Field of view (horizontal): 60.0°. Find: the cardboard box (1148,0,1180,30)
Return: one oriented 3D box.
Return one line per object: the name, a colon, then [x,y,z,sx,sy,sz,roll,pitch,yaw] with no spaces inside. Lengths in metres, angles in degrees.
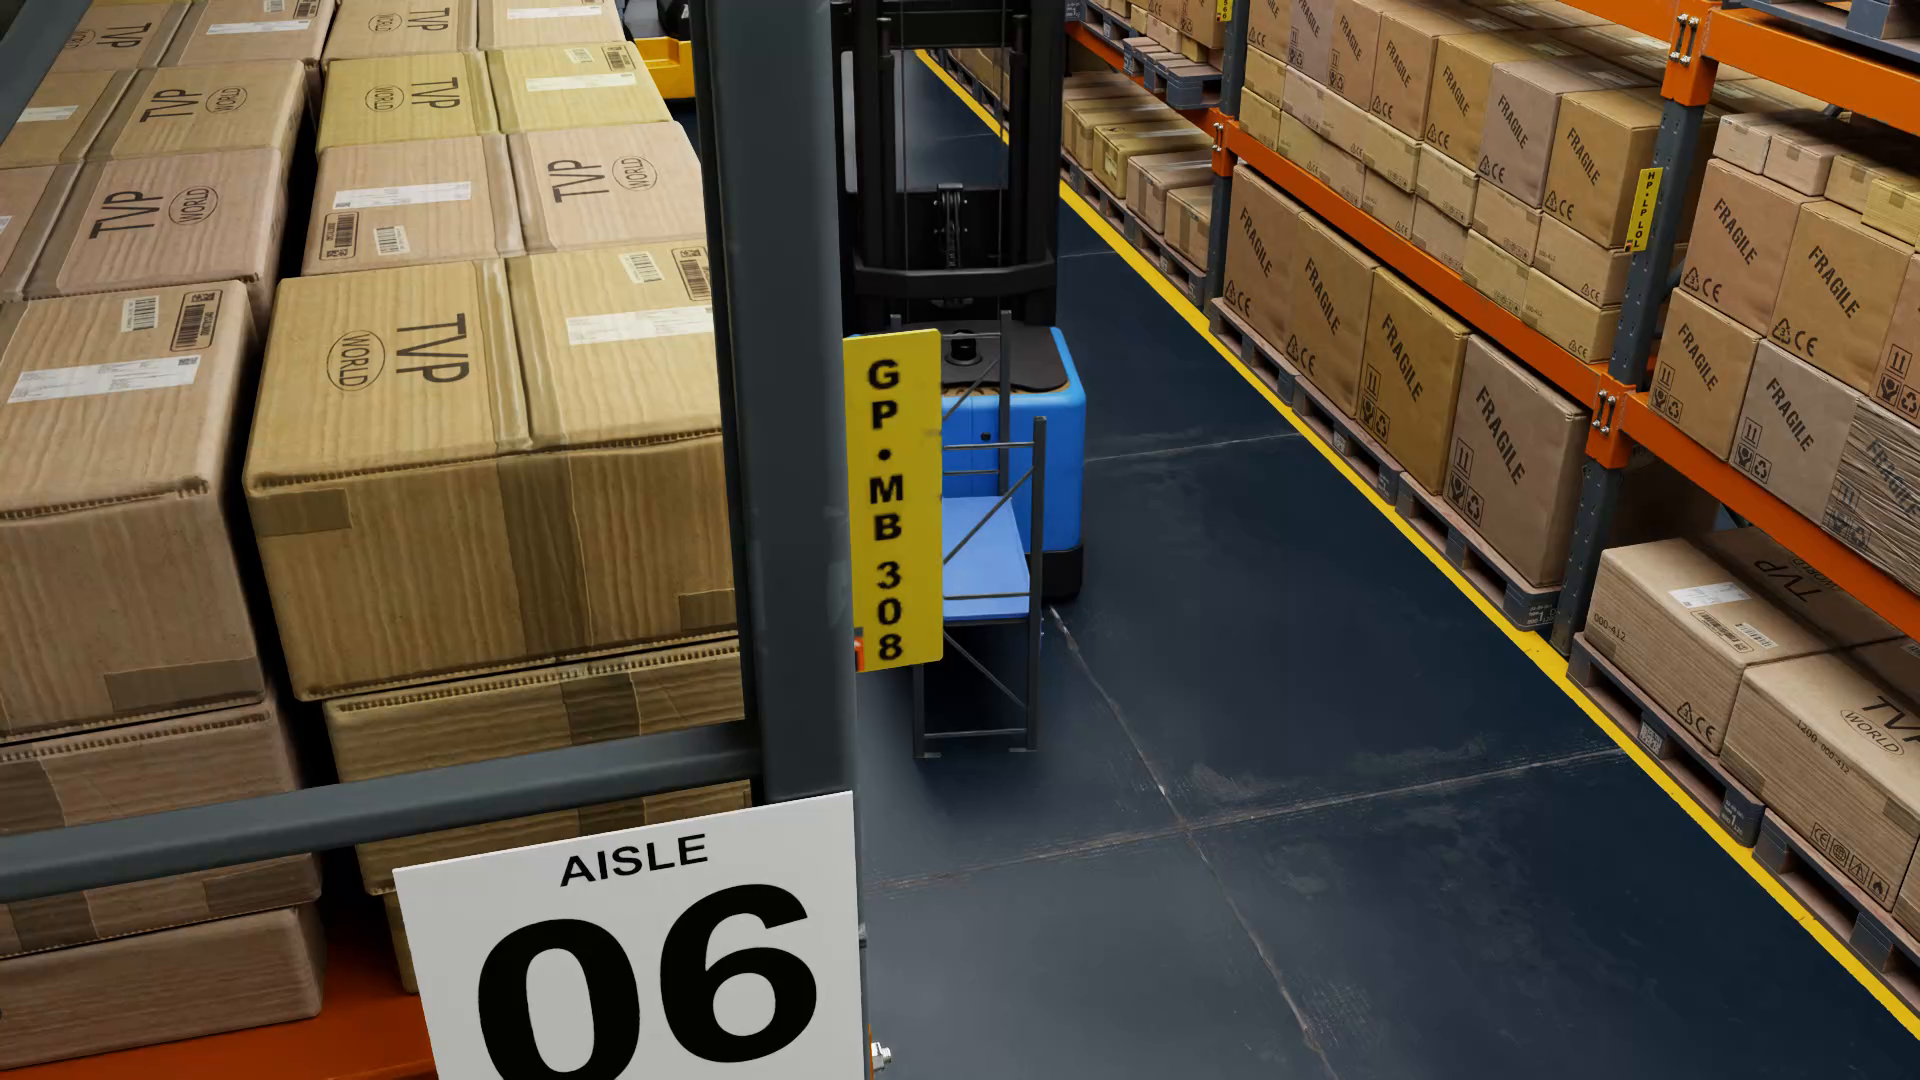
cardboard box: [1.537,-3.587,10.637,0.500,0.500,0.500,-8,31,-14]

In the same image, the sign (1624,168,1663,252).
sign: [2.615,-1.260,6.356,0.100,0.325,0.005,-8,31,-13]

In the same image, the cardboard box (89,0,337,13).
cardboard box: [-1.505,-1.017,3.372,0.500,0.250,0.500,-8,31,-14]

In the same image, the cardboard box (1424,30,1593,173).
cardboard box: [2.515,-2.025,7.657,0.500,0.500,0.500,-7,31,-12]

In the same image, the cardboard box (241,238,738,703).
cardboard box: [-0.463,-0.103,1.793,0.500,0.250,0.500,-8,31,-14]

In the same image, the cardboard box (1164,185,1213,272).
cardboard box: [1.933,-2.121,11.124,0.950,0.372,0.625,-10,32,-17]

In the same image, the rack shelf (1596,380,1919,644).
rack shelf: [3.666,0.407,5.271,1.077,0.370,4.000,-8,31,-13]

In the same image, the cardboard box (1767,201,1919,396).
cardboard box: [3.156,-0.839,5.608,0.500,0.500,0.500,-8,31,-14]

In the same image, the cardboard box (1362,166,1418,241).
cardboard box: [2.382,-1.730,8.394,0.500,0.250,0.500,-8,31,-13]

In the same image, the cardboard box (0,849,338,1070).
cardboard box: [-0.895,0.410,1.804,0.380,0.149,0.250,-7,31,-12]

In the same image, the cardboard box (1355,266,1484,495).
cardboard box: [2.647,-0.857,8.437,0.875,0.875,0.875,-7,31,-12]

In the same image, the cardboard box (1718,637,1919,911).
cardboard box: [3.437,0.807,6.001,0.875,0.438,0.875,-9,31,-15]

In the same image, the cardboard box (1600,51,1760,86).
cardboard box: [3.134,-1.839,7.335,0.500,0.500,0.500,-8,31,-14]

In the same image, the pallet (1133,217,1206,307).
pallet: [1.868,-1.973,11.448,1.003,0.211,1.213,-8,31,-13]

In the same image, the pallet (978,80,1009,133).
pallet: [0.800,-3.847,14.686,1.003,0.211,1.213,-8,31,-13]

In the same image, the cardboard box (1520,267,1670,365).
cardboard box: [2.773,-0.989,7.113,0.500,0.250,0.500,-9,31,-14]

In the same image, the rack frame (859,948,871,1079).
rack frame: [-0.587,1.723,2.278,1.000,3.000,0.127,-8,31,-13]

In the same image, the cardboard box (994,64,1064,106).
cardboard box: [0.596,-3.976,14.450,0.500,0.250,0.500,-6,31,-11]

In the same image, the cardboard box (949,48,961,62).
cardboard box: [0.183,-4.722,15.740,0.500,0.250,0.500,-6,31,-10]

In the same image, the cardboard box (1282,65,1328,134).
cardboard box: [2.106,-2.426,9.098,0.500,0.250,0.500,-7,31,-12]

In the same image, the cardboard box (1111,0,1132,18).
cardboard box: [1.272,-3.740,11.549,0.380,0.149,0.250,-9,31,-15]

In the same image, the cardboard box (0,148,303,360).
cardboard box: [-1.112,-0.284,2.106,0.500,0.250,0.500,-9,31,-15]

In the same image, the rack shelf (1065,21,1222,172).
rack shelf: [1.543,-3.457,11.946,1.077,0.370,4.000,-8,31,-13]

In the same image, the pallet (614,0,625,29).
pallet: [-1.755,-1.750,5.472,1.213,0.211,1.003,-8,31,-13]

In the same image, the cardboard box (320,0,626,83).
cardboard box: [-0.872,-0.837,3.061,0.500,0.250,0.500,-7,31,-12]

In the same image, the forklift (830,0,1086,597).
forklift: [-0.092,-1.681,8.229,1.130,2.935,3.031,-3,30,-5]

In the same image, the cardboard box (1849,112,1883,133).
cardboard box: [3.524,-1.521,6.138,0.380,0.149,0.250,-8,31,-14]

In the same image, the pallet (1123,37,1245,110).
pallet: [1.782,-3.049,10.715,1.213,0.211,1.003,-8,31,-13]

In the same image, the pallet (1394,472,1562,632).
pallet: [2.858,-0.026,8.085,1.003,0.211,1.213,-8,31,-13]

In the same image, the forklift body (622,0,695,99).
forklift body: [-2.572,-4.964,14.679,2.313,2.155,1.214,-8,31,-13]

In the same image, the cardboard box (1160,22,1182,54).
cardboard box: [1.509,-3.238,10.681,0.380,0.149,0.250,-8,31,-14]

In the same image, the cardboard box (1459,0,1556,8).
cardboard box: [2.733,-2.576,8.608,0.500,0.500,0.500,-8,31,-13]

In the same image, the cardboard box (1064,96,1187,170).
cardboard box: [1.348,-3.179,12.952,0.950,0.372,0.625,-6,31,-10]

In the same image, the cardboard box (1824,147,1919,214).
cardboard box: [3.161,-1.201,5.585,0.380,0.149,0.250,-8,31,-14]

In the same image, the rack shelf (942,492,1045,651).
rack shelf: [0.013,0.122,6.900,0.538,0.185,1.000,-3,30,-5]

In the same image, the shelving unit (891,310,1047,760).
shelving unit: [0.013,-0.033,6.810,0.538,1.500,1.048,-3,30,-5]

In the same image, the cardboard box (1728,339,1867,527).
cardboard box: [3.137,-0.409,5.862,0.500,0.500,0.500,-8,31,-13]

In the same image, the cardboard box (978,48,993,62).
cardboard box: [0.460,-4.546,14.687,0.500,0.500,0.500,-7,31,-12]

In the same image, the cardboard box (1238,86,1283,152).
cardboard box: [1.961,-2.468,9.669,0.500,0.250,0.500,-8,31,-14]

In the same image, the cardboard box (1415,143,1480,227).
cardboard box: [2.501,-1.692,7.830,0.500,0.250,0.500,-7,31,-12]

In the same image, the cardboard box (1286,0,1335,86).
cardboard box: [2.110,-2.769,8.942,0.500,0.500,0.500,-8,31,-13]

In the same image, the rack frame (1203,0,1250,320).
rack frame: [2.074,-2.802,10.097,1.000,3.000,0.127,-8,31,-13]
